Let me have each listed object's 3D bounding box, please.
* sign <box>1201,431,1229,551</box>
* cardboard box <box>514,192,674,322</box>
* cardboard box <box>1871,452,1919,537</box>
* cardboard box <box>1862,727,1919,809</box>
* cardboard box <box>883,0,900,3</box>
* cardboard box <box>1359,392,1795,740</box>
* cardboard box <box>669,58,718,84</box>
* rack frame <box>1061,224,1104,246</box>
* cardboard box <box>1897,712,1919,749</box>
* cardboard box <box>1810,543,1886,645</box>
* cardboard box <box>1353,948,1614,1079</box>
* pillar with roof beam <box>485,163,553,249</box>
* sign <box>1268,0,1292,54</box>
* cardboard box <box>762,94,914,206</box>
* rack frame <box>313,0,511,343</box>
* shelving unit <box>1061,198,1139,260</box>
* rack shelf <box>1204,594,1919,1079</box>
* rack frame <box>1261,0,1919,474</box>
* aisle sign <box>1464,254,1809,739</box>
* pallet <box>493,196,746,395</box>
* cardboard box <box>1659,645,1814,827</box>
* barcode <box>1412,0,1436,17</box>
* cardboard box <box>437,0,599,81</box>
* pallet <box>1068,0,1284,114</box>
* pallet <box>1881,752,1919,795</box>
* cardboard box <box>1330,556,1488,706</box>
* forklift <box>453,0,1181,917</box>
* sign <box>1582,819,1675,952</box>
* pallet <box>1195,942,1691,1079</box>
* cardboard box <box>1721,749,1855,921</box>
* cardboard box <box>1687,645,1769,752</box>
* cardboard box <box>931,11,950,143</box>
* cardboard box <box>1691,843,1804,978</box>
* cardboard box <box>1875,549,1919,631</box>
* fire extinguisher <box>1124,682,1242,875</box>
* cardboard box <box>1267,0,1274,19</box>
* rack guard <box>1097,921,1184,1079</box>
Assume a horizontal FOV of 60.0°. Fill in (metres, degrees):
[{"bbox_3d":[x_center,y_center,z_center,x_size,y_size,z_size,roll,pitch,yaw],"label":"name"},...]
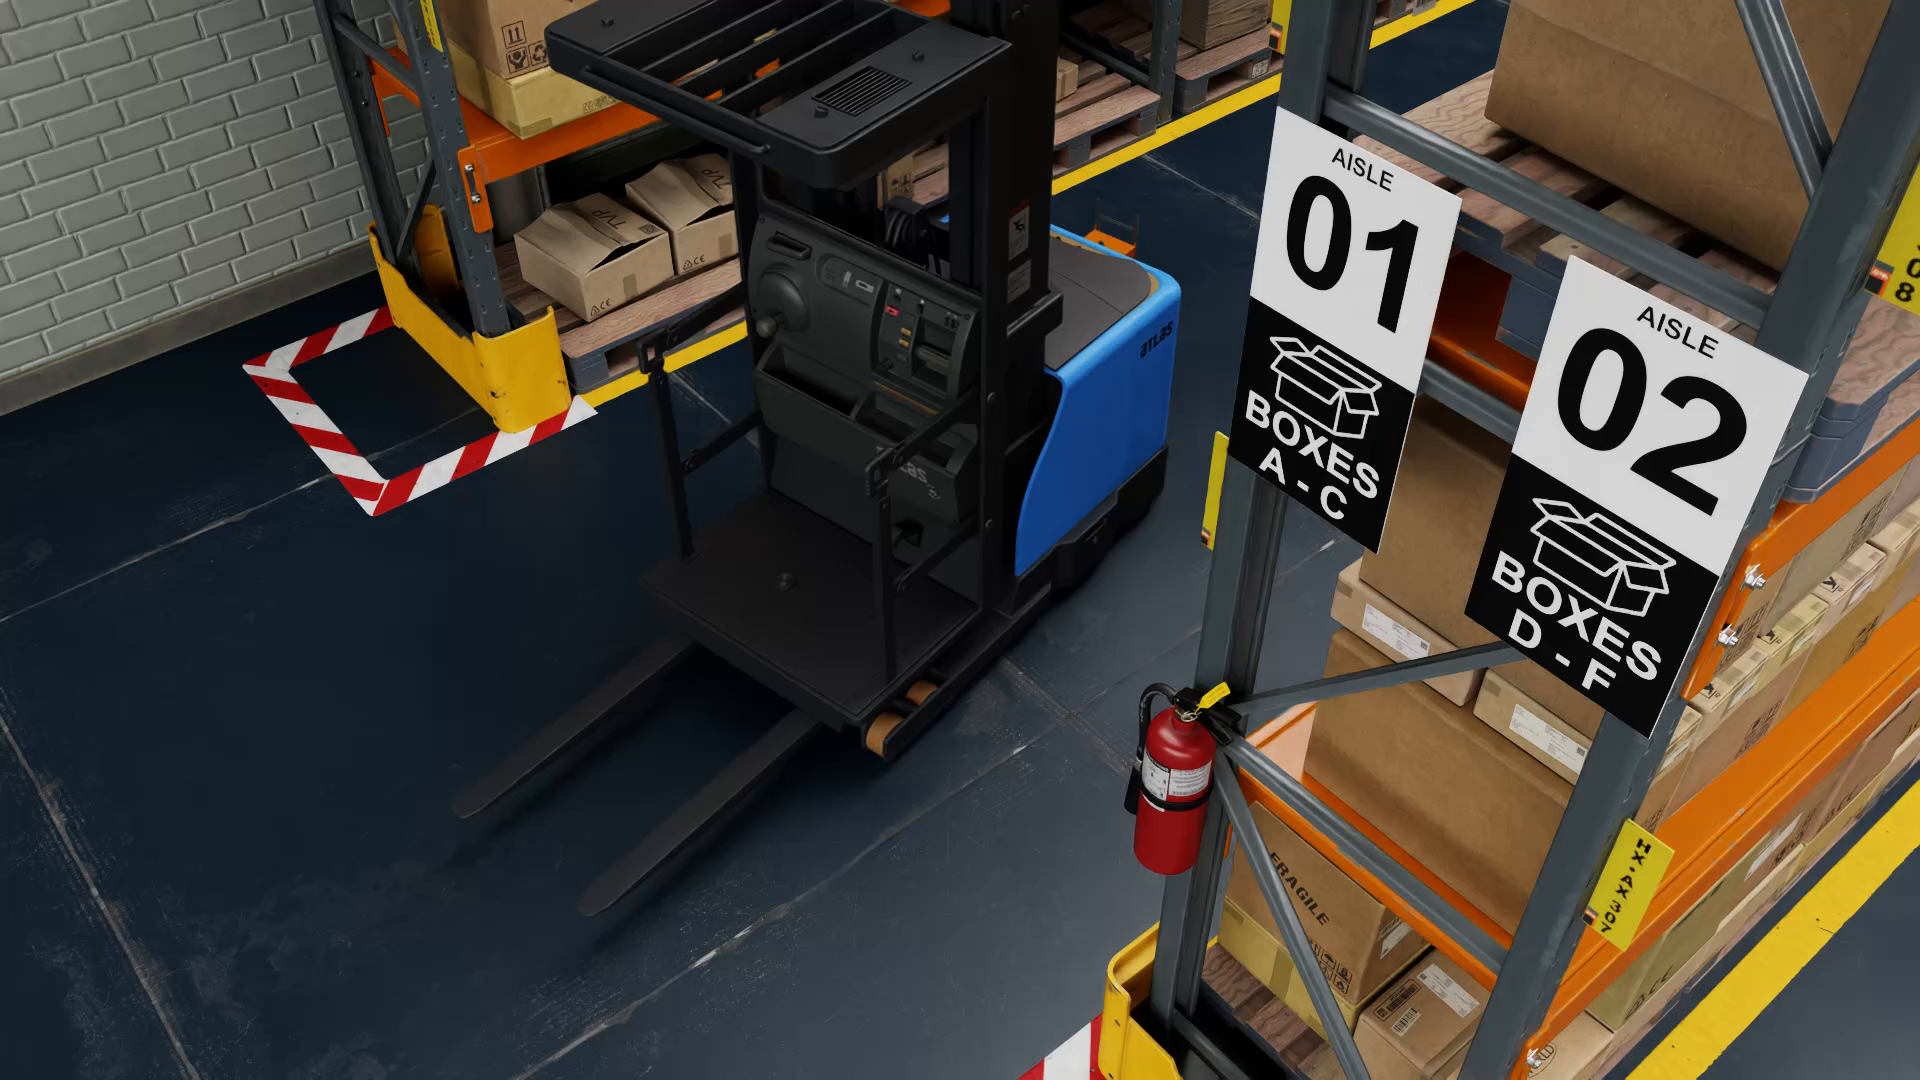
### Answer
[{"bbox_3d":[0.579,-0.089,3.634,0.005,0.325,0.100,-30,51,-28],"label":"sign"},{"bbox_3d":[-1.676,-1.326,7.613,0.500,0.311,0.500,33,52,30],"label":"cardboard box"},{"bbox_3d":[2.110,-0.476,4.045,0.500,0.500,0.700,-30,51,-28],"label":"cardboard box"},{"bbox_3d":[3.006,0.563,5.661,0.500,0.250,0.500,-30,51,-28],"label":"cardboard box"},{"bbox_3d":[-0.513,-2.566,7.386,0.500,0.250,0.500,-29,51,-28],"label":"cardboard box"},{"bbox_3d":[1.324,-0.020,3.560,0.500,0.500,0.700,-30,51,-28],"label":"cardboard box"},{"bbox_3d":[-1.297,-2.125,6.916,0.500,0.250,0.500,-31,52,-29],"label":"cardboard box"},{"bbox_3d":[0.478,-0.814,6.850,0.200,1.050,0.008,29,50,27],"label":"rack frame"},{"bbox_3d":[2.998,0.283,5.411,0.500,0.500,0.500,-30,51,-28],"label":"cardboard box"},{"bbox_3d":[1.944,0.043,3.966,0.250,0.149,0.380,-31,51,-28],"label":"cardboard box"},{"bbox_3d":[1.471,1.441,4.726,0.500,0.250,0.500,-30,51,-28],"label":"cardboard box"},{"bbox_3d":[0.480,-2.577,2.920,0.400,9.000,9.100,-30,51,-28],"label":"pillar with roof beam"},{"bbox_3d":[0.579,-0.967,2.809,0.005,0.325,0.100,-30,51,-28],"label":"sign"},{"bbox_3d":[-0.644,-1.941,8.130,0.500,0.500,0.700,-33,52,-30],"label":"cardboard box"},{"bbox_3d":[-2.264,-1.889,6.570,0.127,3.000,1.000,-30,51,-28],"label":"rack frame"},{"bbox_3d":[0.554,-0.880,6.920,0.215,1.050,0.252,29,50,27],"label":"shelving unit"},{"bbox_3d":[2.451,0.095,4.984,4.000,0.370,1.077,-30,51,-28],"label":"rack shelf"},{"bbox_3d":[0.917,-1.476,1.748,0.127,3.000,1.000,-30,51,-28],"label":"rack frame"},{"bbox_3d":[1.063,-0.047,2.710,0.004,0.787,0.394,-30,51,-28],"label":"aisle sign"},{"bbox_3d":[-1.560,-1.244,7.920,1.213,0.211,1.003,-30,51,-28],"label":"pallet"},{"bbox_3d":[1.683,0.243,4.227,0.500,0.500,0.700,-28,50,-27],"label":"cardboard box"},{"bbox_3d":[0.839,-0.980,2.987,0.075,0.075,0.001,-30,51,-28],"label":"barcode"},{"bbox_3d":[-1.705,-2.167,6.413,0.500,0.500,0.500,-30,51,-28],"label":"cardboard box"},{"bbox_3d":[1.400,-2.972,9.760,1.213,0.211,1.003,-30,51,-28],"label":"pallet"},{"bbox_3d":[3.348,0.298,6.279,1.213,0.211,1.003,-30,51,-28],"label":"pallet"},{"bbox_3d":[1.088,0.170,3.831,0.250,0.149,0.380,-31,51,-28],"label":"cardboard box"},{"bbox_3d":[-0.467,-0.683,5.336,1.130,2.935,3.031,29,50,27],"label":"forklift"},{"bbox_3d":[1.268,0.661,3.165,0.005,0.325,0.100,-30,51,-28],"label":"sign"},{"bbox_3d":[1.477,1.369,5.138,1.213,0.211,1.003,-30,51,-28],"label":"pallet"},{"bbox_3d":[2.229,0.721,4.945,0.500,0.500,0.500,-30,51,-28],"label":"cardboard box"},{"bbox_3d":[1.557,0.261,3.734,0.250,0.149,0.380,-31,51,-29],"label":"cardboard box"},{"bbox_3d":[0.034,-2.418,8.638,0.500,0.500,0.500,-34,53,-31],"label":"cardboard box"},{"bbox_3d":[2.236,1.000,5.195,0.500,0.250,0.500,-30,51,-28],"label":"cardboard box"},{"bbox_3d":[2.469,-0.205,4.705,0.500,0.500,0.700,-28,50,-27],"label":"cardboard box"},{"bbox_3d":[0.528,0.547,4.033,0.183,0.674,0.296,-30,51,-28],"label":"fire extinguisher"},{"bbox_3d":[1.722,-3.480,9.769,0.500,0.500,0.700,-31,51,-29],"label":"cardboard box"},{"bbox_3d":[0.899,1.633,4.647,0.348,0.500,1.175,-30,51,-28],"label":"rack guard"}]
